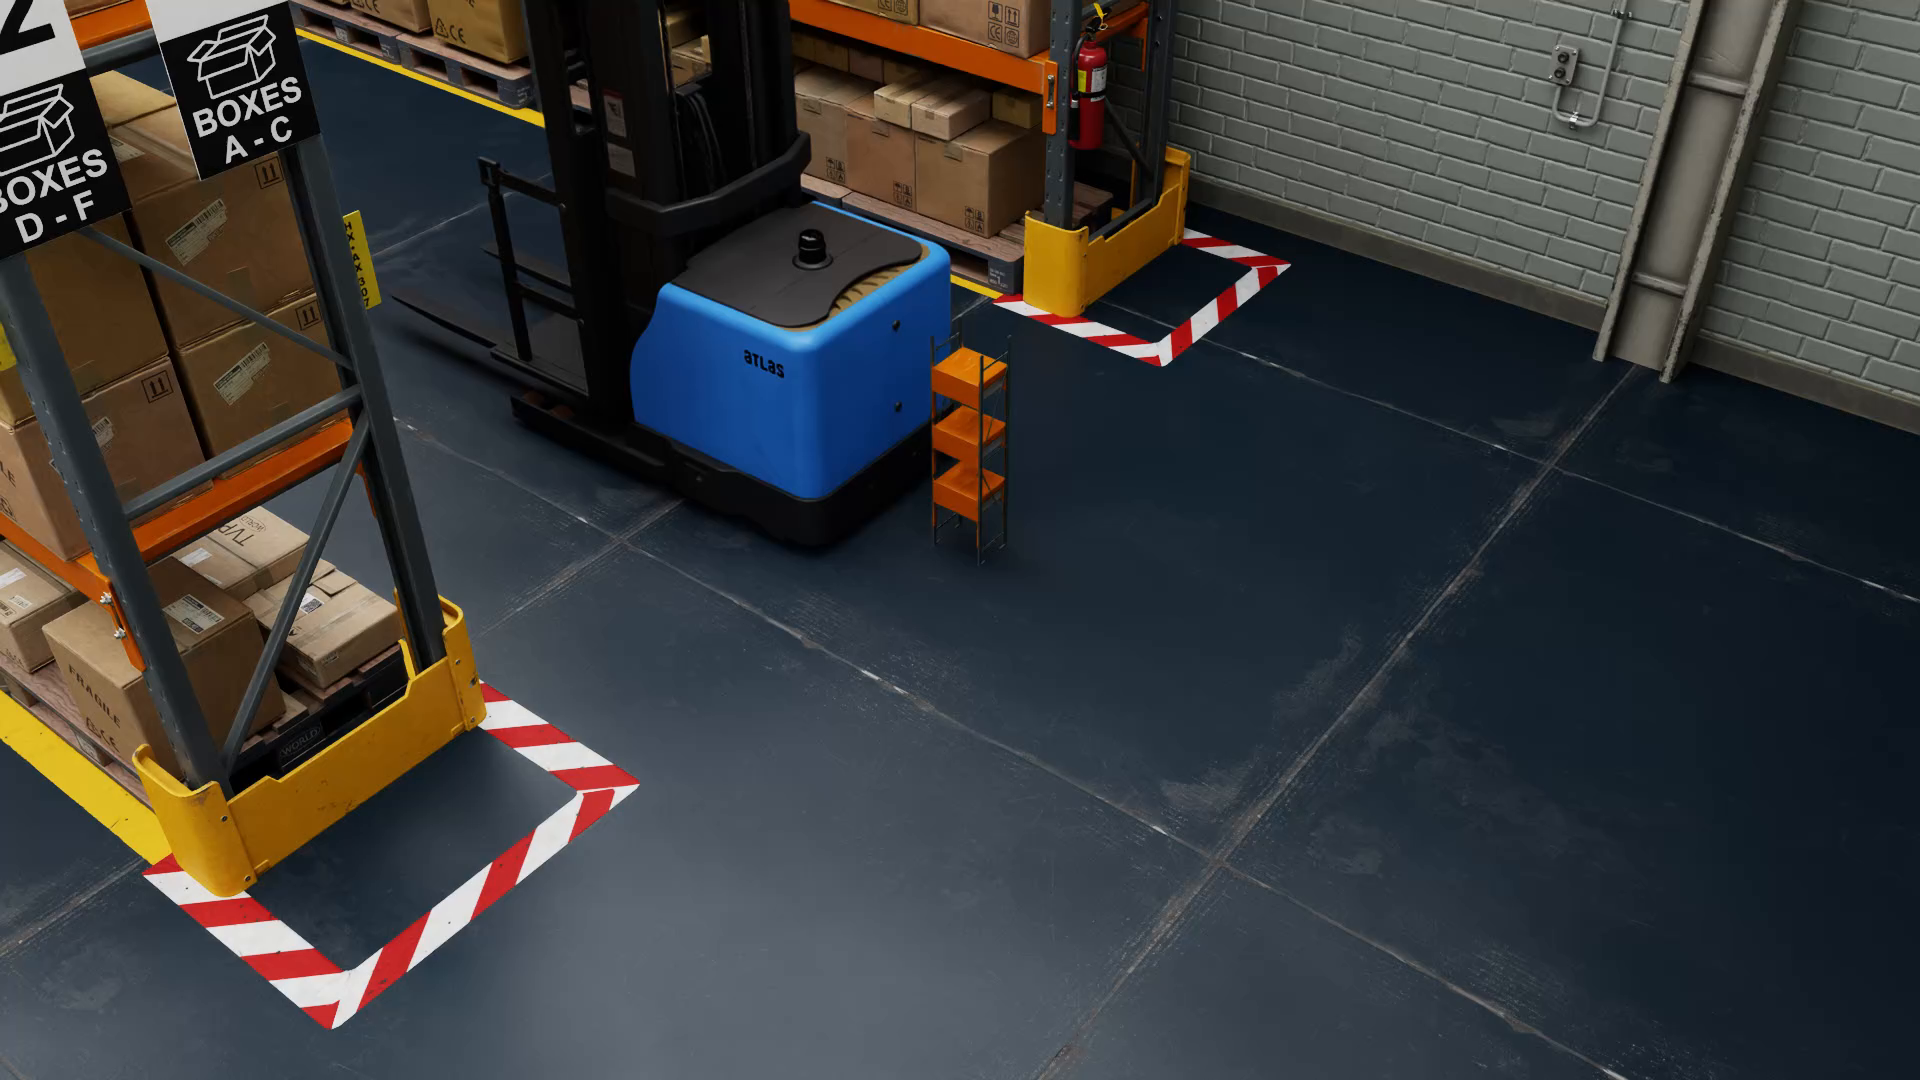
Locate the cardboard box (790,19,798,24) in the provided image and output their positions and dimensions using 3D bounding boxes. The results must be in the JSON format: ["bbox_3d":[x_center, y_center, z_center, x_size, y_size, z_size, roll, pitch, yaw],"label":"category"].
[{"bbox_3d":[-1.028,-3.057,9.882,0.250,0.149,0.380,26,45,29],"label":"cardboard box"}]

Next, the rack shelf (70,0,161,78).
[{"bbox_3d":[-3.813,-1.910,5.407,4.000,0.370,1.077,25,45,29],"label":"rack shelf"}]

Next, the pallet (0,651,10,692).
[{"bbox_3d":[-3.883,0.051,7.014,1.213,0.211,1.003,25,45,29],"label":"pallet"}]

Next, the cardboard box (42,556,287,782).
[{"bbox_3d":[-2.806,0.464,5.894,0.500,0.500,0.500,25,45,29],"label":"cardboard box"}]

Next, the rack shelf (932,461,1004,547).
[{"bbox_3d":[0.043,-0.166,7.079,0.240,0.259,0.215,25,45,29],"label":"rack shelf"}]

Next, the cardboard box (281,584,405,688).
[{"bbox_3d":[-2.348,0.361,6.312,0.250,0.149,0.380,25,45,29],"label":"cardboard box"}]

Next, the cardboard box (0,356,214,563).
[{"bbox_3d":[-2.745,-0.337,5.167,0.500,0.500,0.500,27,45,30],"label":"cardboard box"}]

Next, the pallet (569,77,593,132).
[{"bbox_3d":[-1.838,-2.768,10.614,1.213,0.211,1.003,25,45,29],"label":"pallet"}]

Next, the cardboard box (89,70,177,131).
[{"bbox_3d":[-2.836,-1.184,5.437,0.500,0.500,0.500,26,45,29],"label":"cardboard box"}]

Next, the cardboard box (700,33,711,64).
[{"bbox_3d":[-1.287,-2.882,9.659,0.250,0.149,0.380,24,44,27],"label":"cardboard box"}]

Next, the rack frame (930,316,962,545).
[{"bbox_3d":[-0.054,-0.439,6.959,0.008,1.050,0.200,25,45,29],"label":"rack frame"}]

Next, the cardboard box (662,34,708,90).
[{"bbox_3d":[-1.466,-2.850,10.144,0.500,0.500,0.700,25,44,28],"label":"cardboard box"}]

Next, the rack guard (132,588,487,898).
[{"bbox_3d":[-2.284,0.692,5.960,0.348,0.500,1.175,25,45,29],"label":"rack guard"}]

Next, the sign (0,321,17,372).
[{"bbox_3d":[-2.577,-0.580,4.362,0.005,0.325,0.100,25,45,29],"label":"sign"}]

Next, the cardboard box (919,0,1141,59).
[{"bbox_3d":[0.371,-2.995,8.399,0.700,0.700,0.980,27,46,30],"label":"cardboard box"}]

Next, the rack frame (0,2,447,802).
[{"bbox_3d":[-2.224,-0.264,5.153,0.127,3.000,1.000,25,45,29],"label":"rack frame"}]

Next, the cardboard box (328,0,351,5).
[{"bbox_3d":[-4.376,-4.335,11.757,0.750,0.750,0.750,25,44,28],"label":"cardboard box"}]

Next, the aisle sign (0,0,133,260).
[{"bbox_3d":[-2.356,-1.112,4.128,0.004,0.787,0.394,25,45,29],"label":"aisle sign"}]

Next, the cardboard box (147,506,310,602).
[{"bbox_3d":[-2.881,0.116,6.542,0.500,0.250,0.500,25,45,29],"label":"cardboard box"}]

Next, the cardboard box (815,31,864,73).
[{"bbox_3d":[-0.622,-2.865,9.637,0.250,0.149,0.380,26,45,29],"label":"cardboard box"}]

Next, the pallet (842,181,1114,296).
[{"bbox_3d":[0.100,-1.854,9.447,1.213,0.211,1.003,25,45,29],"label":"pallet"}]

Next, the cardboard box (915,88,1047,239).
[{"bbox_3d":[0.166,-2.085,9.167,0.500,0.500,0.700,25,45,29],"label":"cardboard box"}]

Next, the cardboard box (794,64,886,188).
[{"bbox_3d":[-0.632,-2.460,9.646,0.500,0.500,0.700,24,44,27],"label":"cardboard box"}]

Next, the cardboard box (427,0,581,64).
[{"bbox_3d":[-2.990,-3.687,10.930,0.750,0.750,0.750,26,45,29],"label":"cardboard box"}]

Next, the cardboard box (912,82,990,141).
[{"bbox_3d":[-0.047,-2.299,8.914,0.250,0.149,0.380,25,44,28],"label":"cardboard box"}]

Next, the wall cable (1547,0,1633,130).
[{"bbox_3d":[2.374,-3.074,7.919,1.851,1.984,0.084,25,45,29],"label":"wall cable"}]

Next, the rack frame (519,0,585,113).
[{"bbox_3d":[-2.395,-4.189,10.167,0.127,3.000,1.000,25,45,29],"label":"rack frame"}]

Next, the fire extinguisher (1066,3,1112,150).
[{"bbox_3d":[0.622,-2.231,8.031,0.183,0.674,0.296,25,45,29],"label":"fire extinguisher"}]

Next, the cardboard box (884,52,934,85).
[{"bbox_3d":[-0.215,-2.675,9.394,0.250,0.149,0.380,26,45,29],"label":"cardboard box"}]

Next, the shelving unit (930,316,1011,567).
[{"bbox_3d":[0.043,-0.393,6.901,0.252,1.050,0.215,25,45,29],"label":"shelving unit"}]

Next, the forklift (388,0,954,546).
[{"bbox_3d":[-1.513,-1.860,7.248,3.031,2.935,1.130,24,44,28],"label":"forklift"}]

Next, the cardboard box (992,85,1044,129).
[{"bbox_3d":[0.387,-2.391,9.032,0.250,0.149,0.380,26,45,29],"label":"cardboard box"}]
